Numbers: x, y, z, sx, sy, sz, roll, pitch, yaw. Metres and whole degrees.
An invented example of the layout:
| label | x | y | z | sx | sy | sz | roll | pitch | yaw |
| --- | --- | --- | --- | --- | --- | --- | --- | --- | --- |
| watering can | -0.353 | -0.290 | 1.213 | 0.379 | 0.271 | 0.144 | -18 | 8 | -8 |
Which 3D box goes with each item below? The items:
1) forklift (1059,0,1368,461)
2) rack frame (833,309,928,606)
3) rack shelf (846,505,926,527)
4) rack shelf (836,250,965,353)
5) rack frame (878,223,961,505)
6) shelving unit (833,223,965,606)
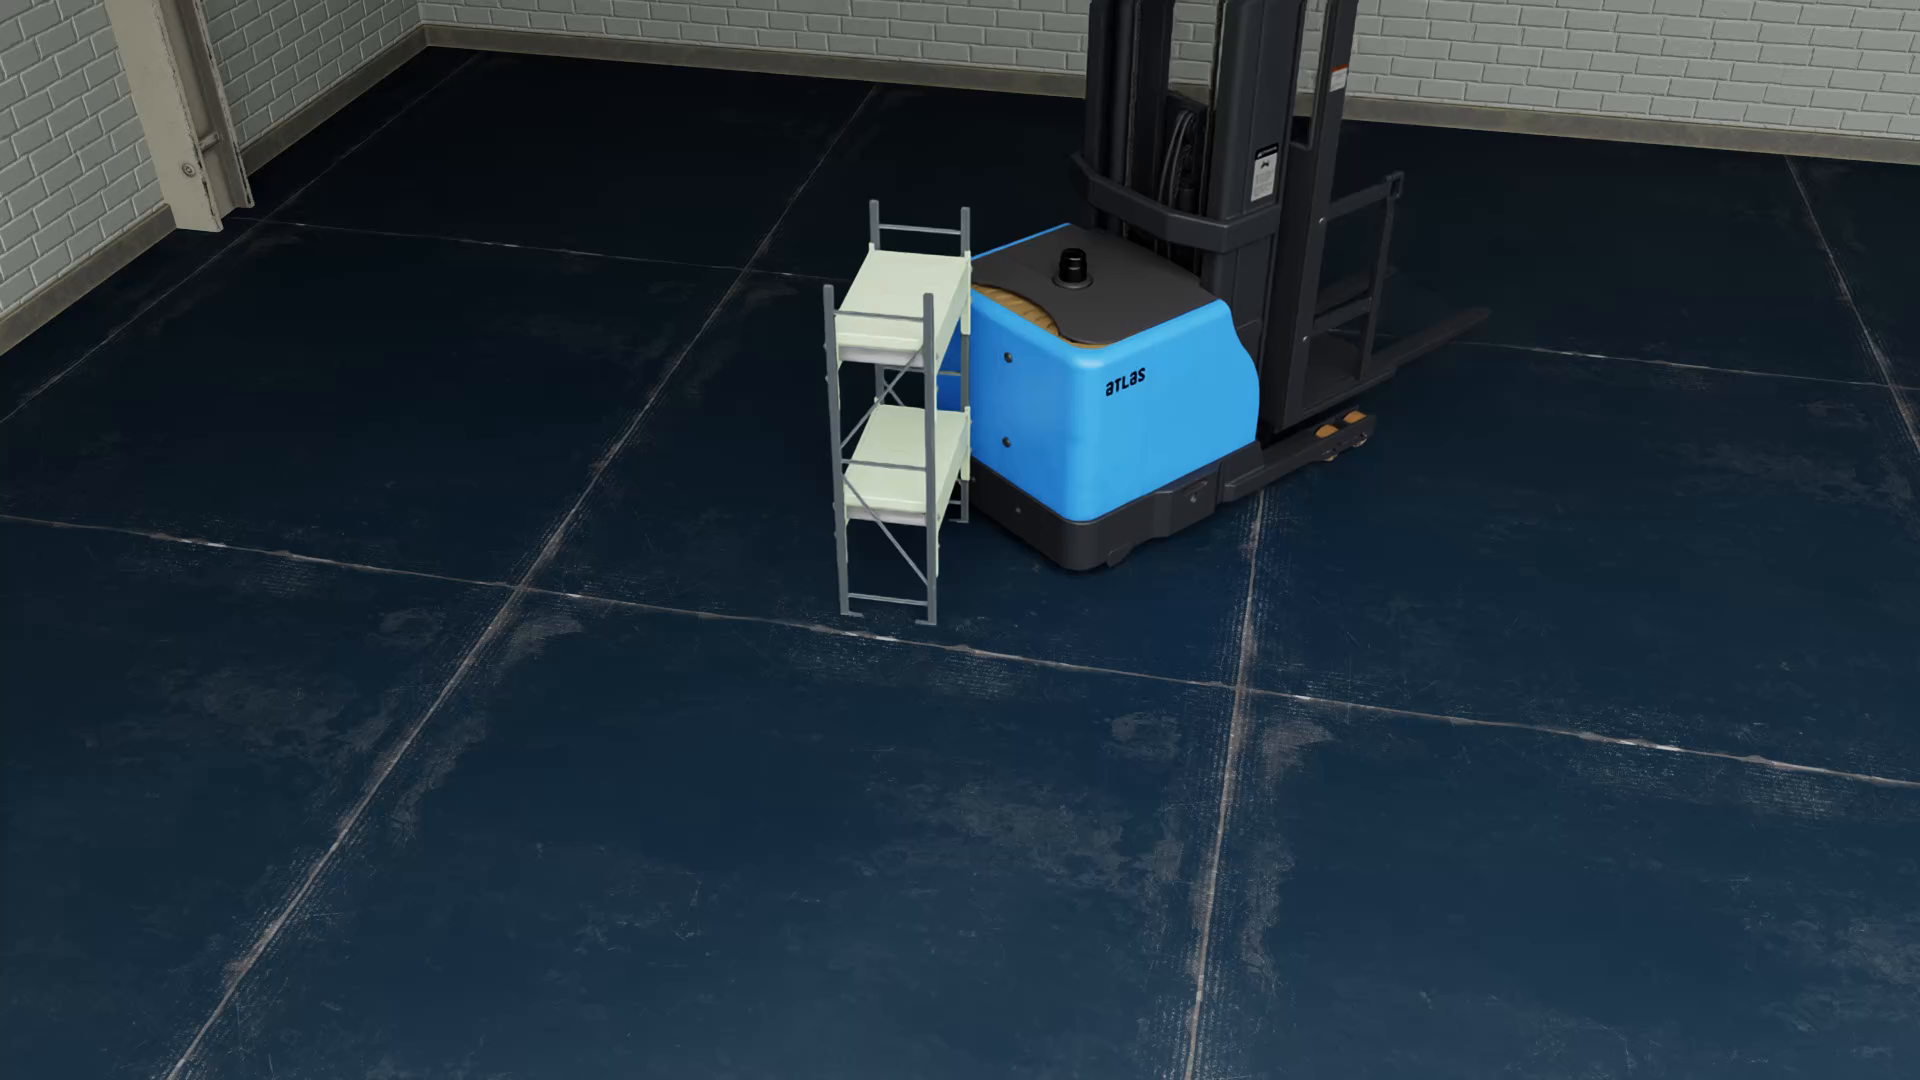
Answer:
| label | x | y | z | sx | sy | sz | roll | pitch | yaw |
| --- | --- | --- | --- | --- | --- | --- | --- | --- | --- |
| forklift | 1.338 | -1.768 | 7.192 | 3.031 | 2.935 | 1.109 | -25 | 43 | -31 |
| rack frame | -0.293 | -0.283 | 6.363 | 0.380 | 1.308 | 0.010 | 6 | 36 | 9 |
| rack shelf | -0.225 | -0.288 | 6.803 | 0.332 | 0.071 | 0.664 | 6 | 36 | 9 |
| rack shelf | -0.225 | -0.918 | 6.346 | 0.368 | 0.052 | 0.686 | 6 | 36 | 9 |
| rack frame | -0.159 | -0.705 | 6.945 | 0.380 | 1.308 | 0.010 | 6 | 36 | 9 |
| shelving unit | -0.226 | -0.494 | 6.654 | 0.380 | 1.308 | 0.742 | 6 | 36 | 9 |
